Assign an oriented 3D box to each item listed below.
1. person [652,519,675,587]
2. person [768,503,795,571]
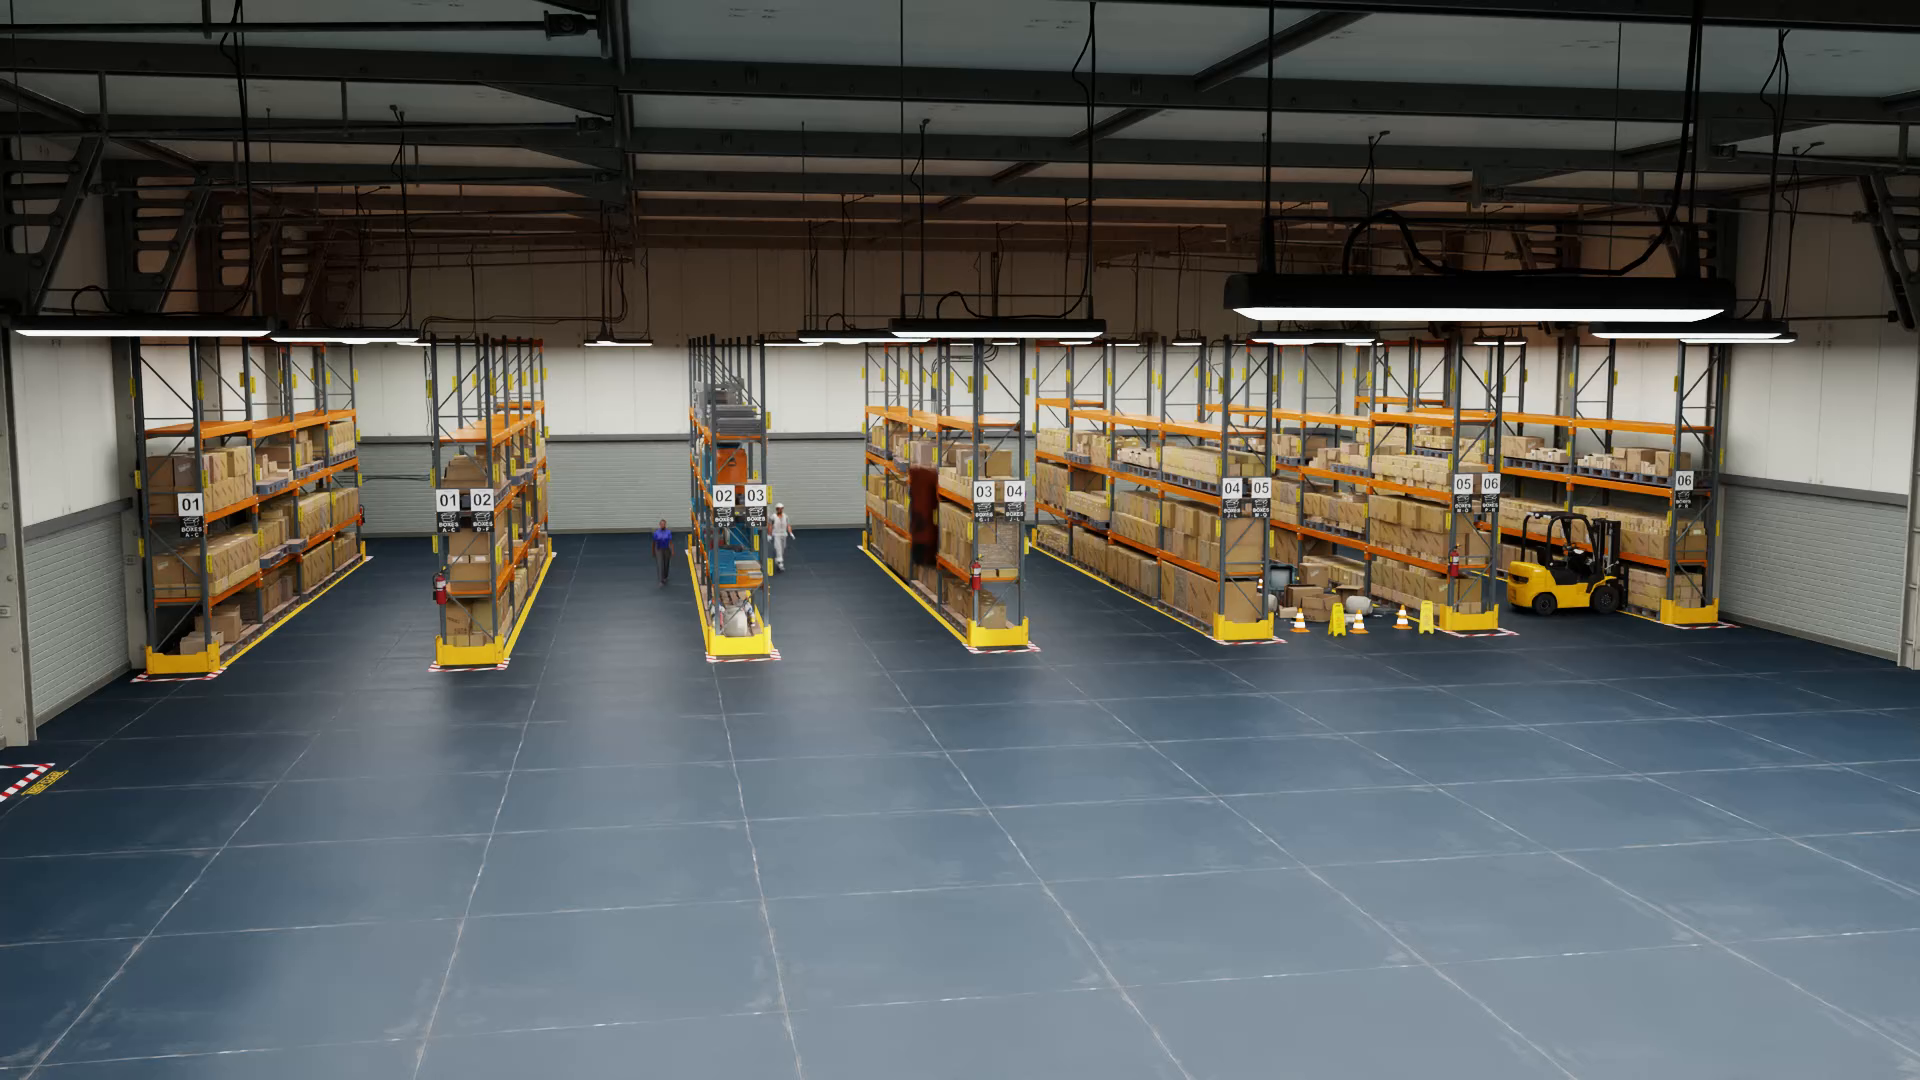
[{"bbox_3d":[-7.201,0.292,40.346,0.530,1.595,1.033,-1,7,-12],"label":"person"},{"bbox_3d":[-4.644,-0.094,43.109,0.609,1.741,1.093,-3,7,-26],"label":"person"}]
